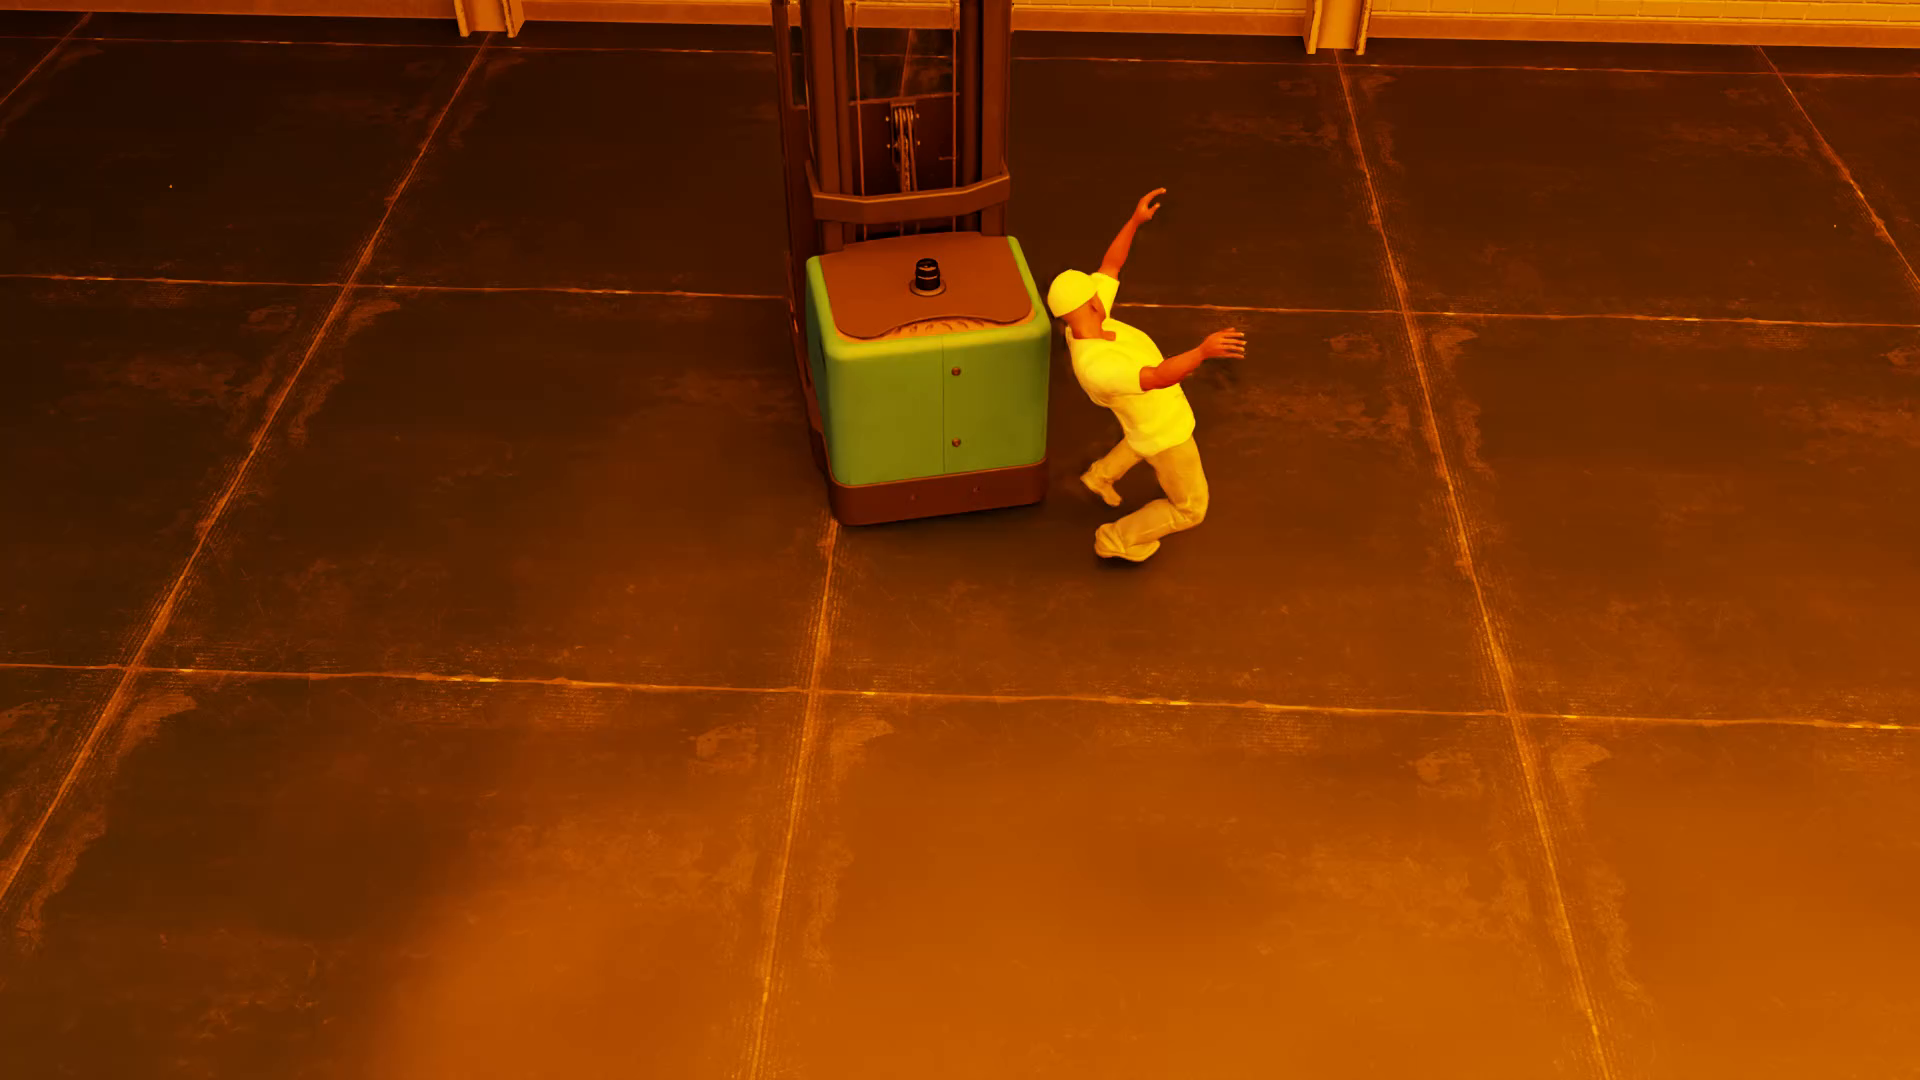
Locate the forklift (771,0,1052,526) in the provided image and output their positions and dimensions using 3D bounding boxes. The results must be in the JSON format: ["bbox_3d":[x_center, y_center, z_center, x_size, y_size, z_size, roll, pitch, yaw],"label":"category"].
[{"bbox_3d":[-0.355,-2.153,8.101,1.130,2.935,3.031,-7,43,-8],"label":"forklift"}]

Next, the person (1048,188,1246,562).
[{"bbox_3d":[0.758,-0.578,7.322,0.741,1.644,1.042,-6,43,-7],"label":"person"}]
